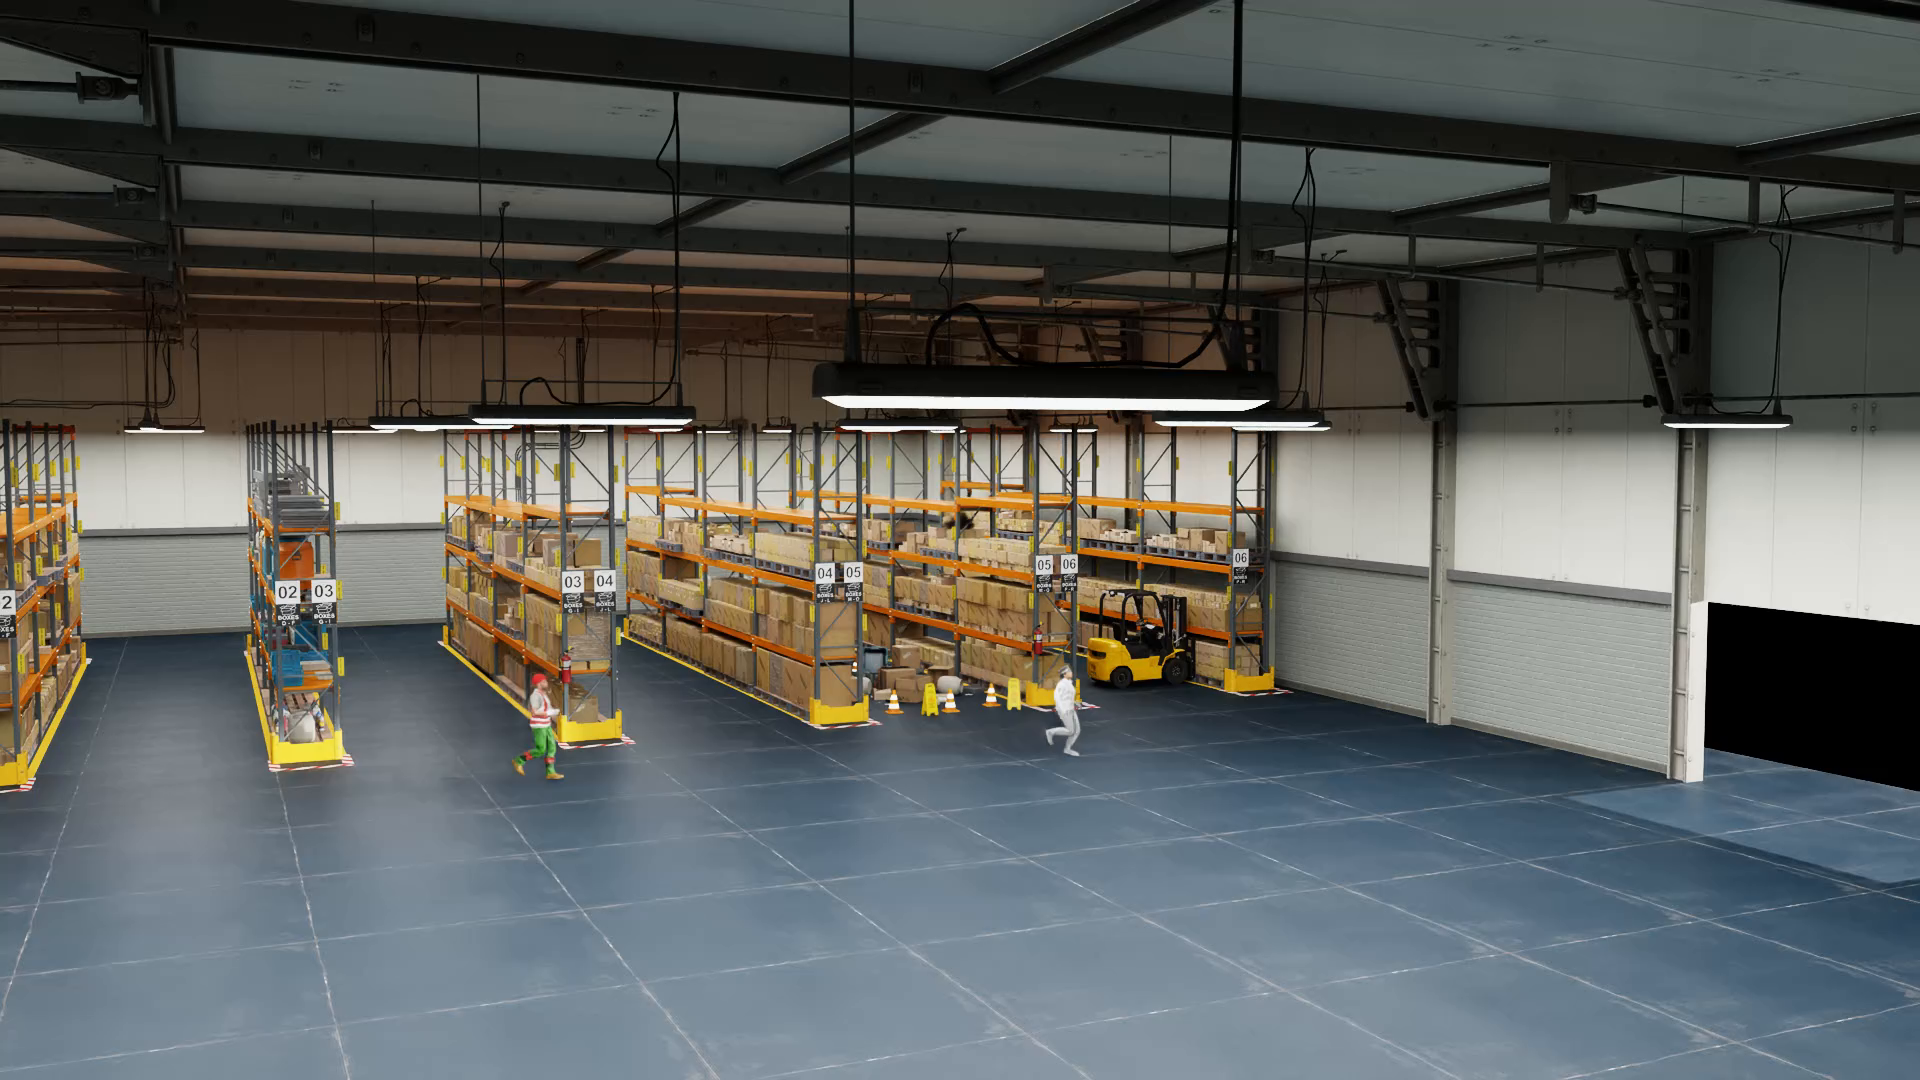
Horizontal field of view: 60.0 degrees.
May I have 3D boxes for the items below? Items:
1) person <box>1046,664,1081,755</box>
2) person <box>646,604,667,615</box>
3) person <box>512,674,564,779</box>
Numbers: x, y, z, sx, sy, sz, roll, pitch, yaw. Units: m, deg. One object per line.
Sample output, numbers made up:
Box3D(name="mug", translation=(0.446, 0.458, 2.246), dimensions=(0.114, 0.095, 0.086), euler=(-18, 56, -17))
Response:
Box3D(name="person", translation=(1.867, 3.041, 29.858), dimensions=(0.588, 1.633, 0.622), euler=(2, 4, 24))
Box3D(name="person", translation=(-8.932, 1.822, 49.073), dimensions=(0.826, 1.668, 0.715), euler=(-2, 4, -30))
Box3D(name="person", translation=(-7.019, 3.100, 27.654), dimensions=(0.847, 1.764, 0.664), euler=(0, 4, 0))
